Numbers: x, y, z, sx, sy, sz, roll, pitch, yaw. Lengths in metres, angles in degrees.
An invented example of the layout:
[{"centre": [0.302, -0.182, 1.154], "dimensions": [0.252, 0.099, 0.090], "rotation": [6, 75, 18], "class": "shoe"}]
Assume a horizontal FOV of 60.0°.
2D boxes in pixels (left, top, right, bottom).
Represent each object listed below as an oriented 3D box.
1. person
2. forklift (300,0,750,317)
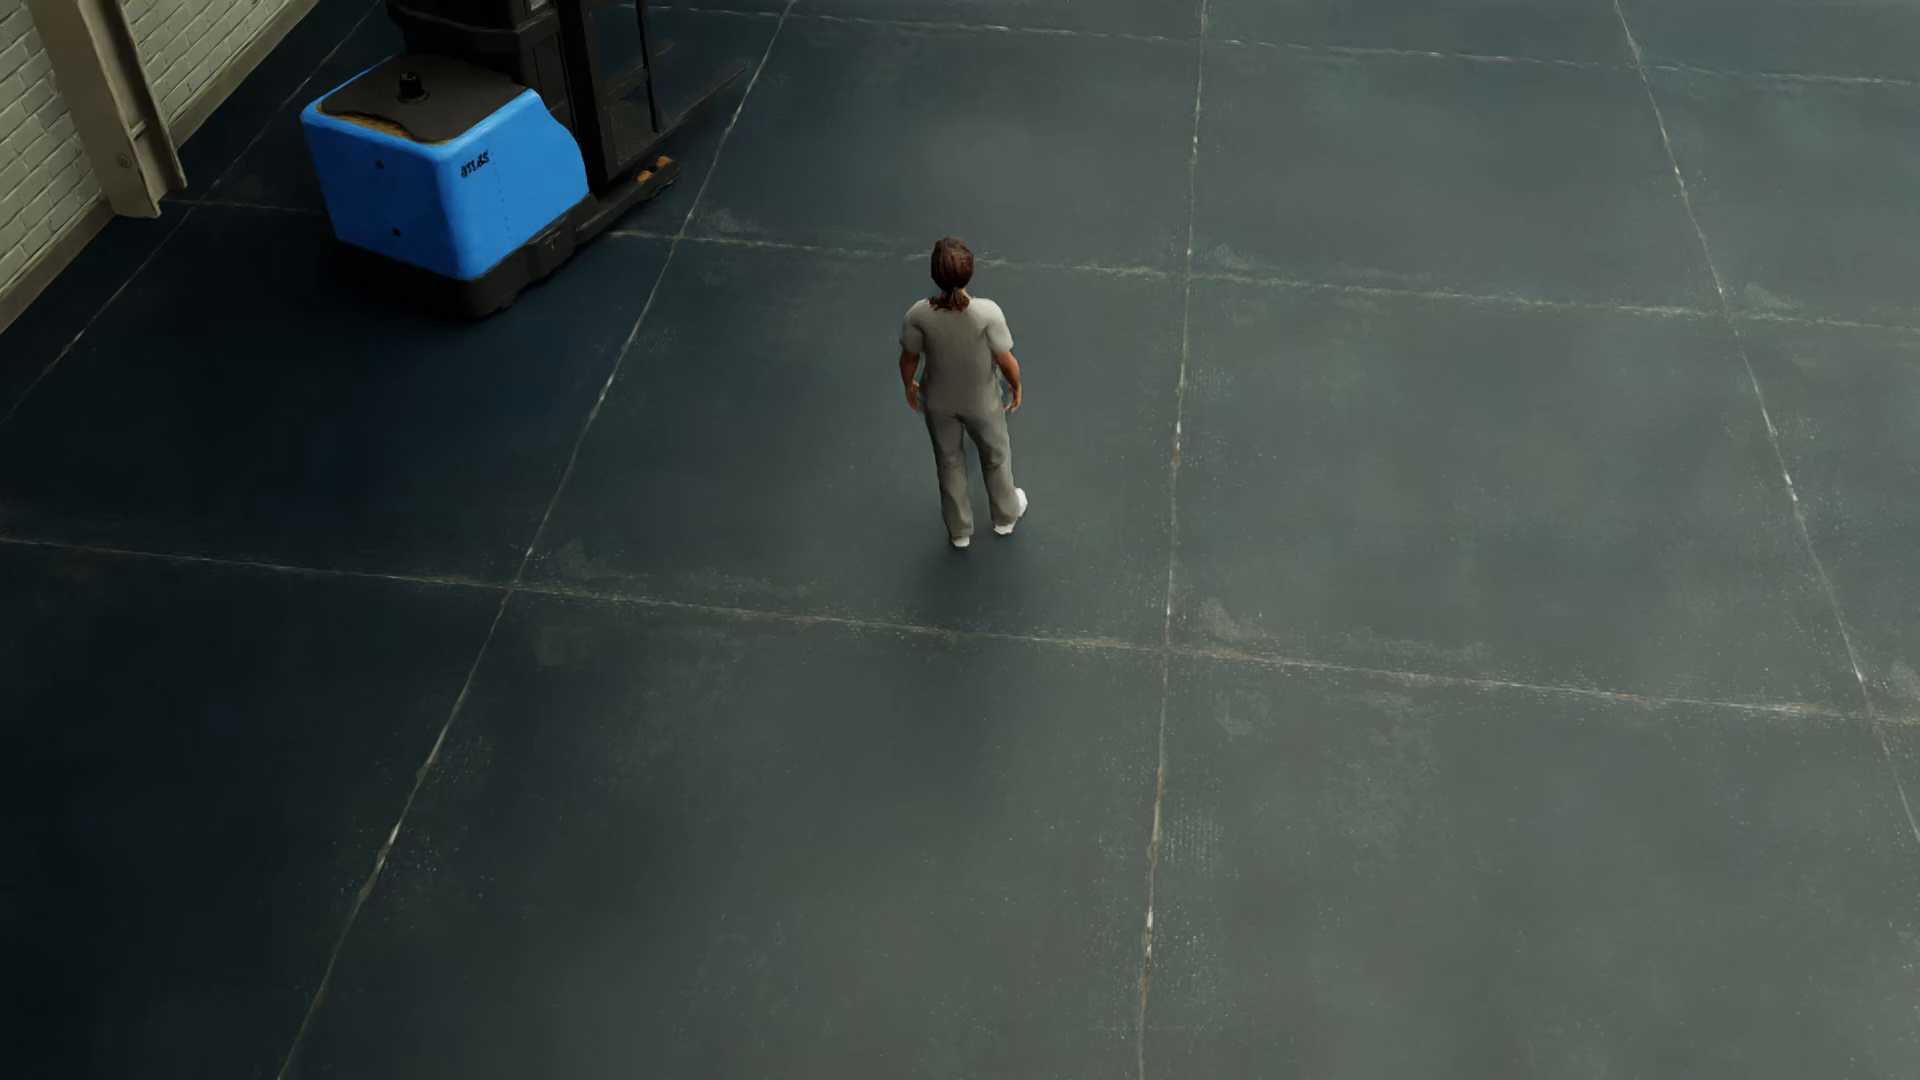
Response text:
[{"centre": [0.023, -0.671, 7.372], "dimensions": [0.550, 1.674, 0.548], "rotation": [5, 43, 6], "class": "person"}, {"centre": [-2.386, -3.292, 9.307], "dimensions": [1.130, 2.935, 3.031], "rotation": [19, 46, 20], "class": "forklift"}]
